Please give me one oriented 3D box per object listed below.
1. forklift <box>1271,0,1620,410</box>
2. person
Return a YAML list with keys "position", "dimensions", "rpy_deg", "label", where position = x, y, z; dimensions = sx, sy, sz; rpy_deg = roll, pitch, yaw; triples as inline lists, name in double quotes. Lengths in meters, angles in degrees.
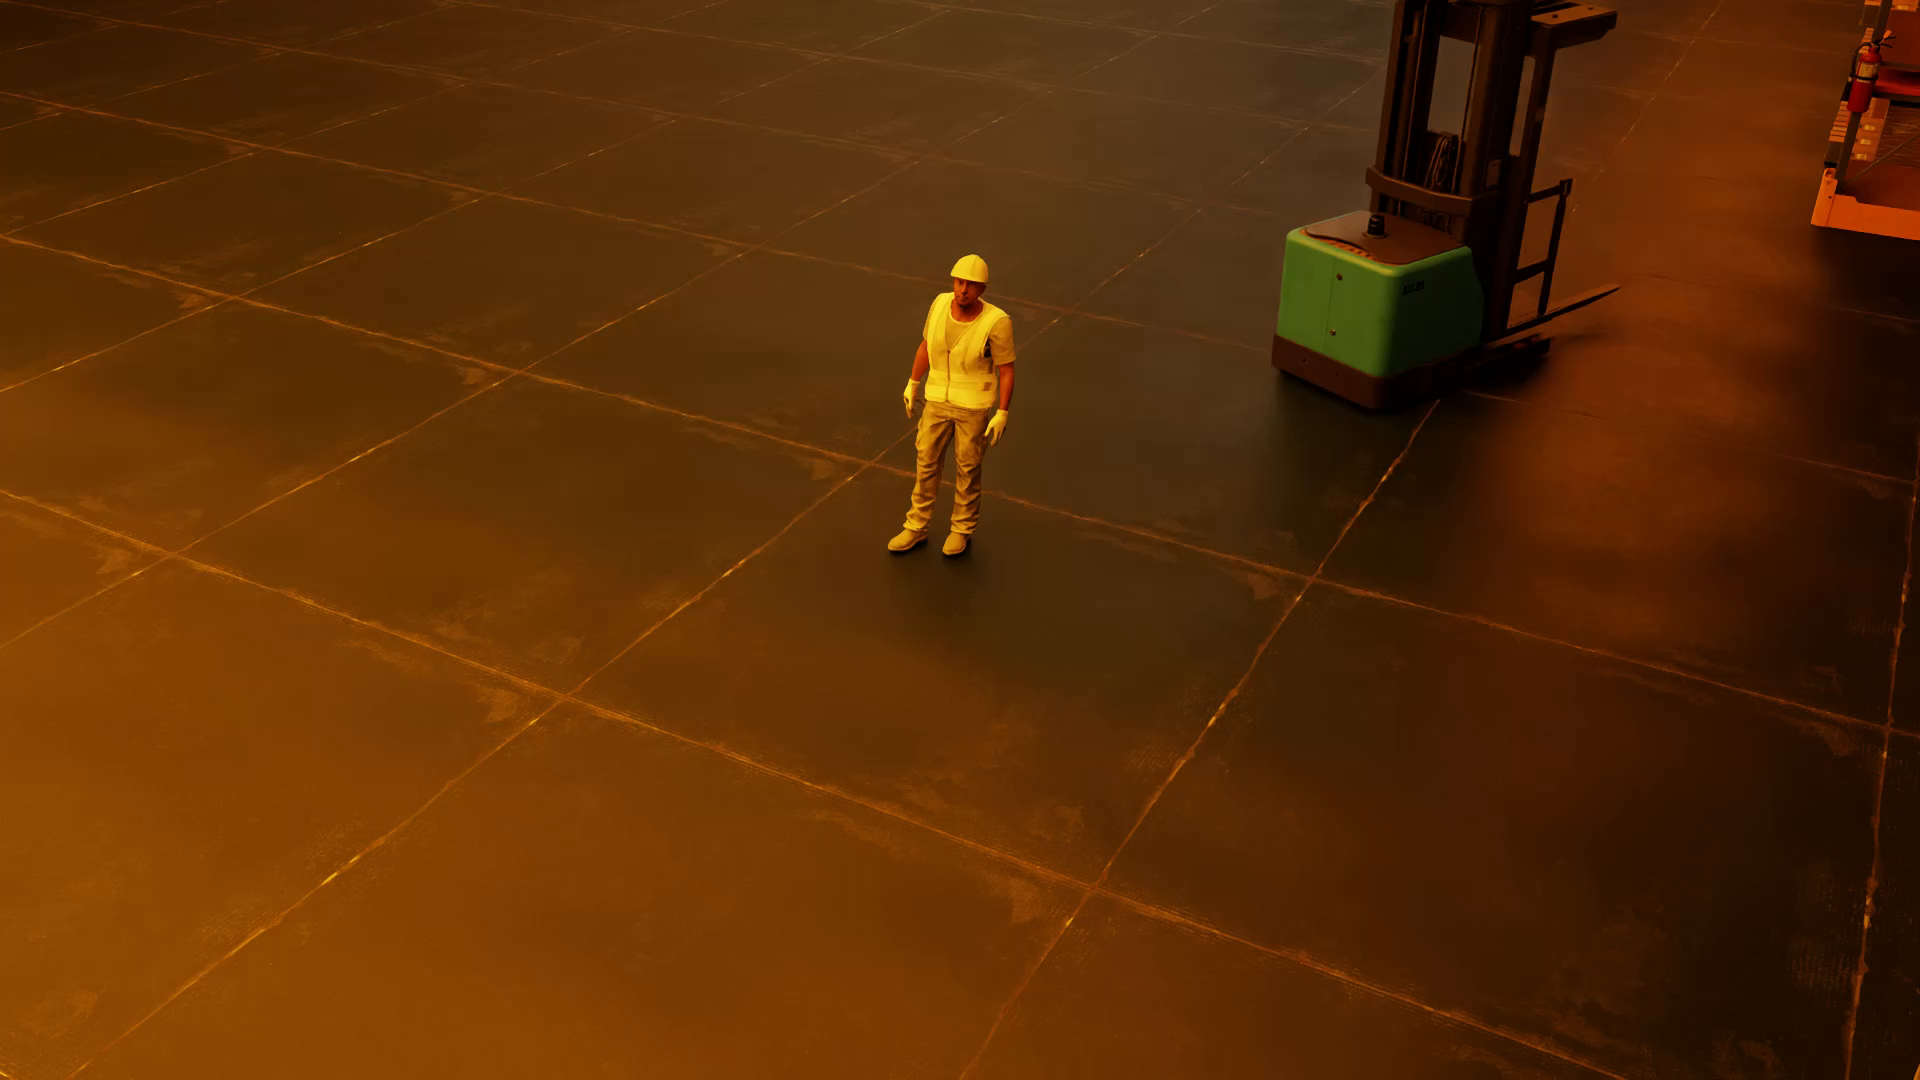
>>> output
- position: [3.749, -2.743, 11.824]
  dimensions: [3.031, 2.935, 1.130]
  rpy_deg: [-20, 36, -31]
  label: "forklift"
- position: [-0.043, -0.750, 9.503]
  dimensions: [0.656, 1.782, 0.577]
  rpy_deg: [15, 33, 25]
  label: "person"
